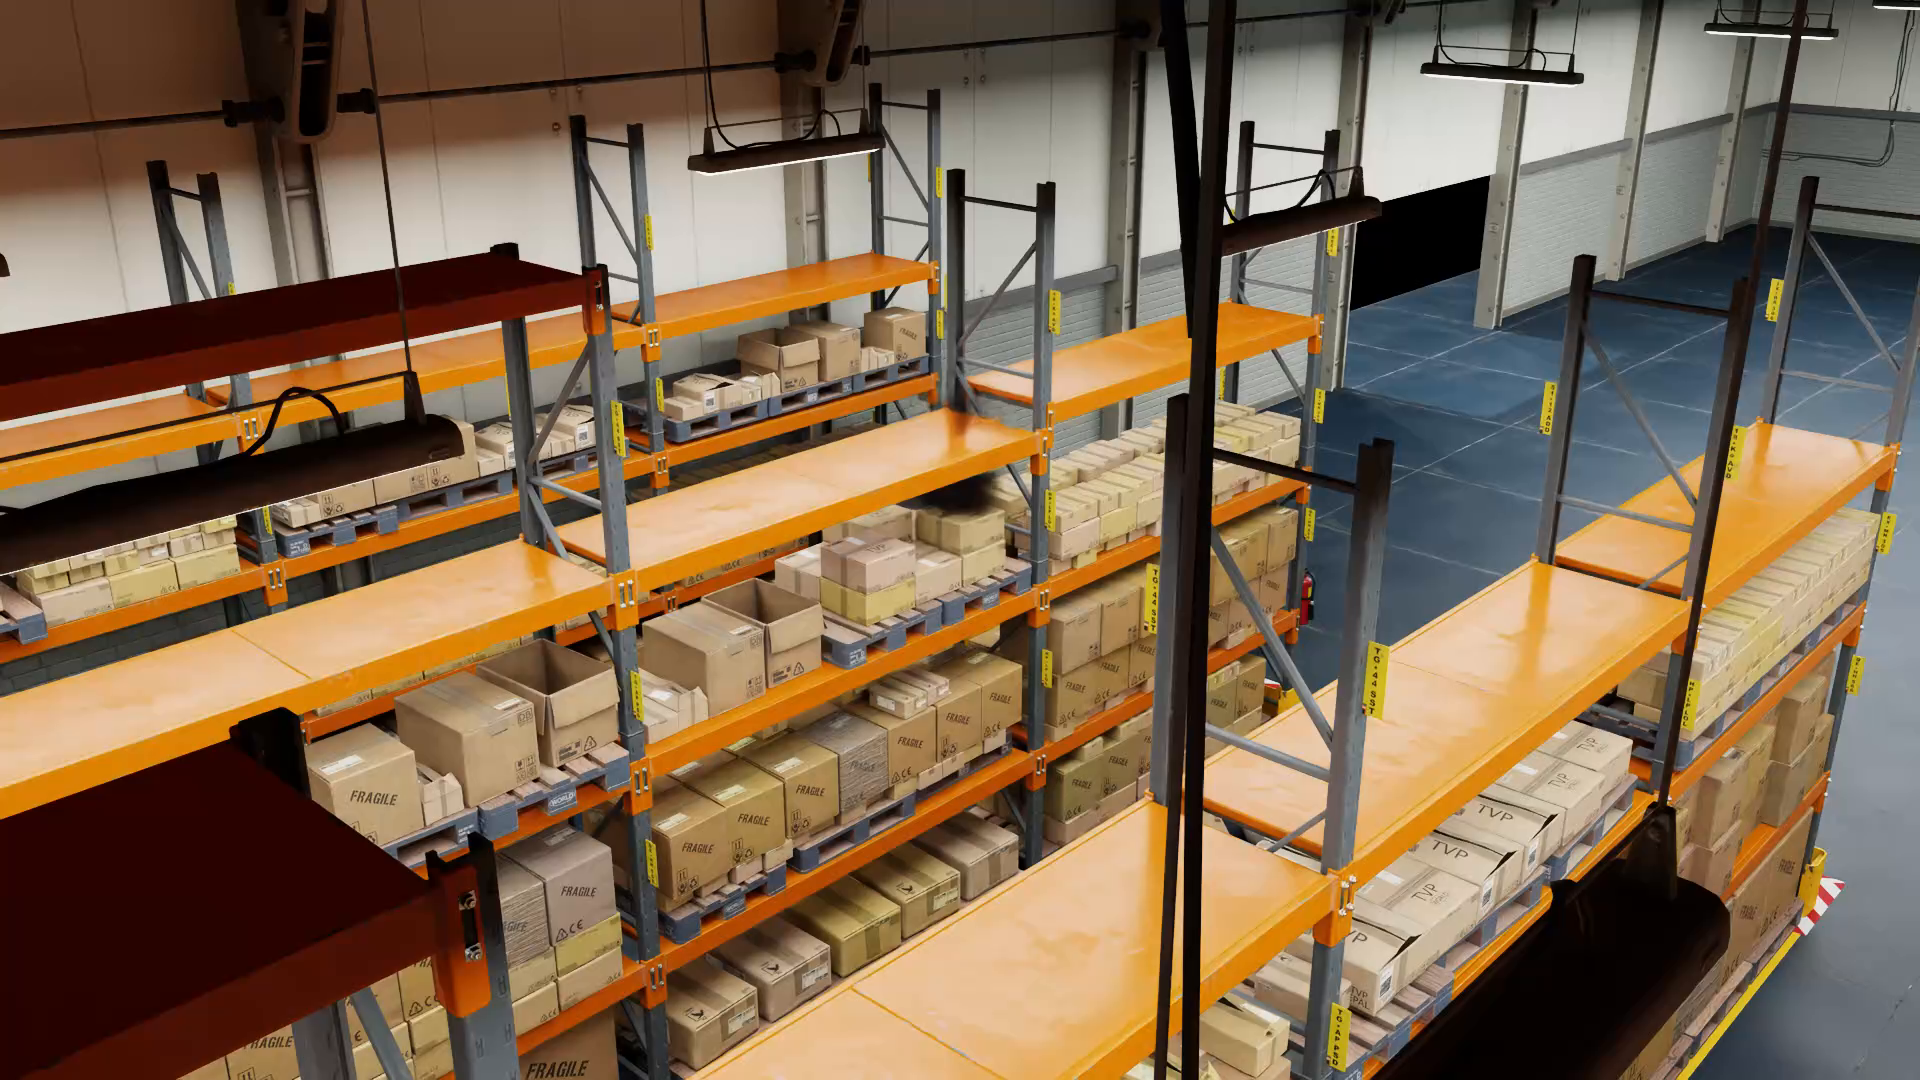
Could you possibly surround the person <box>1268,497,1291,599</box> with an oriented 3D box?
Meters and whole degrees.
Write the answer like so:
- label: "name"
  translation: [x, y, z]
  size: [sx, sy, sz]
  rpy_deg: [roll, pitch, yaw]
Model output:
- label: "person"
  translation: [3.541, 0.269, 19.132]
  size: [0.618, 1.589, 0.655]
  rpy_deg: [18, 28, 39]
